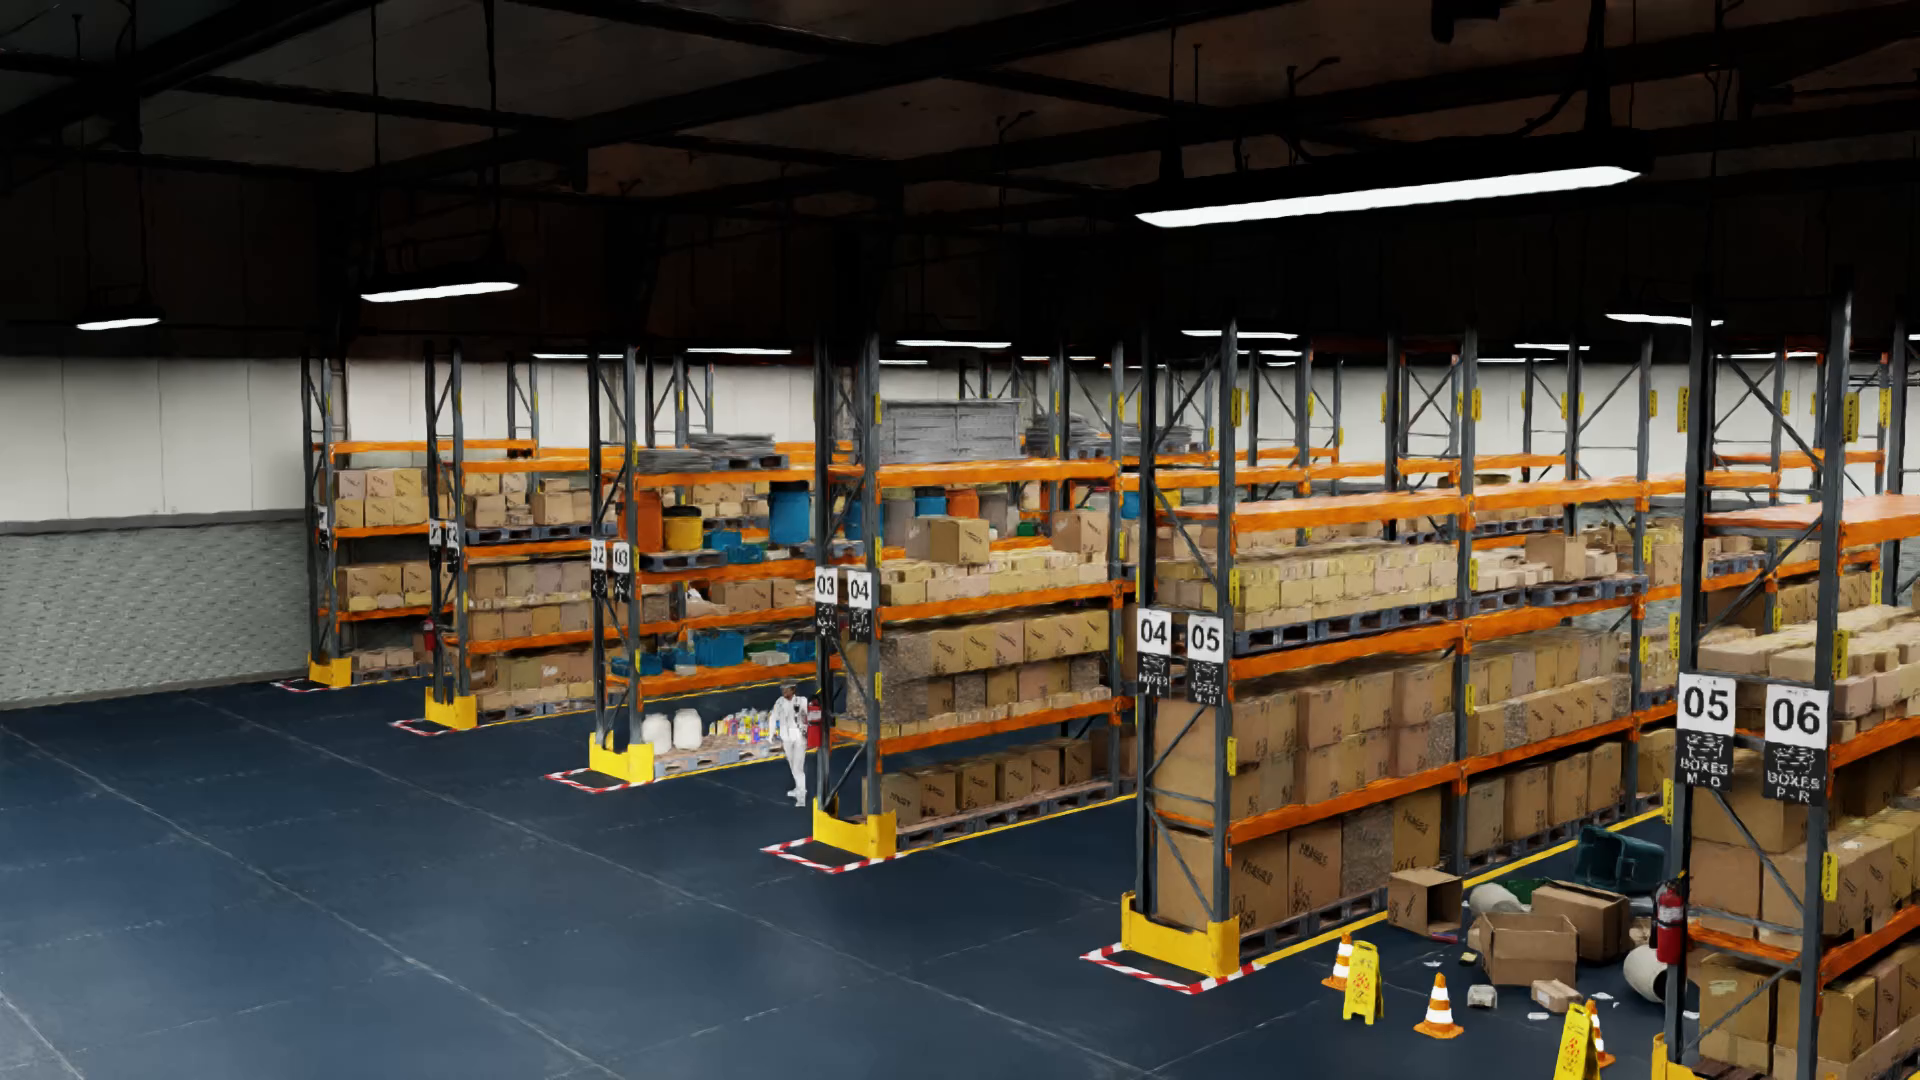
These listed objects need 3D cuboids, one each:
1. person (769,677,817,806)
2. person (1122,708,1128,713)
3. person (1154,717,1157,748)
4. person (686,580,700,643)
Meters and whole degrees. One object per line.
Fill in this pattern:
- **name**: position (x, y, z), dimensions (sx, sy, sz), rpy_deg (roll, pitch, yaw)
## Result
- **person**: position (-2.073, 2.506, 21.022), dimensions (0.642, 1.612, 0.787), rpy_deg (3, 6, 28)
- **person**: position (2.755, 1.925, 27.065), dimensions (0.547, 1.670, 1.116), rpy_deg (5, 7, 45)
- **person**: position (2.564, 2.607, 20.001), dimensions (0.507, 1.619, 0.598), rpy_deg (-5, 7, -44)
- **person**: position (-5.286, 1.496, 32.498), dimensions (0.490, 1.597, 0.999), rpy_deg (4, 6, 39)
